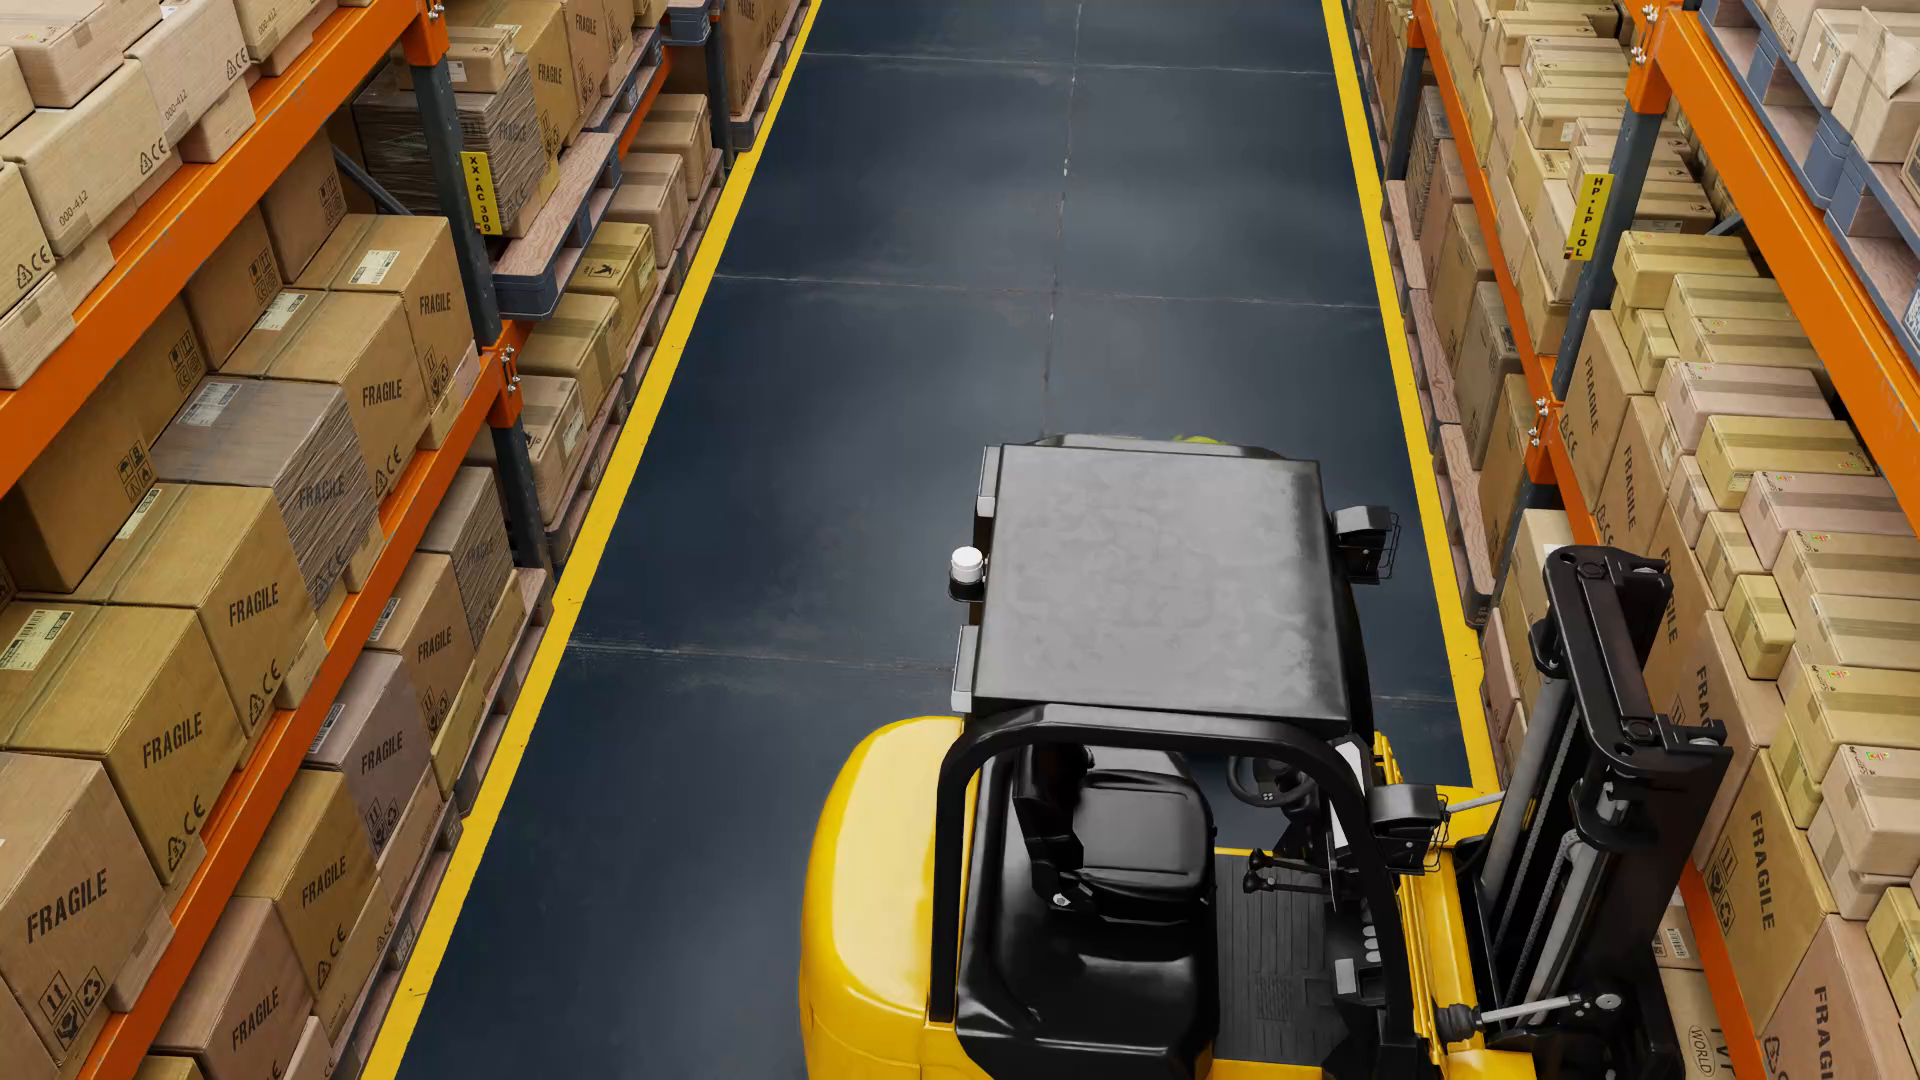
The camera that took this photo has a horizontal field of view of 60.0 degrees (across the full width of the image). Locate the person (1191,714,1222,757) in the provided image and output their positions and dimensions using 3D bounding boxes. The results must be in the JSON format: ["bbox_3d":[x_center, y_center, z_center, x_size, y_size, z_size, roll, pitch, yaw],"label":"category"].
[{"bbox_3d":[0.687,0.414,6.418,0.968,0.810,0.526,2,40,3],"label":"person"}]
